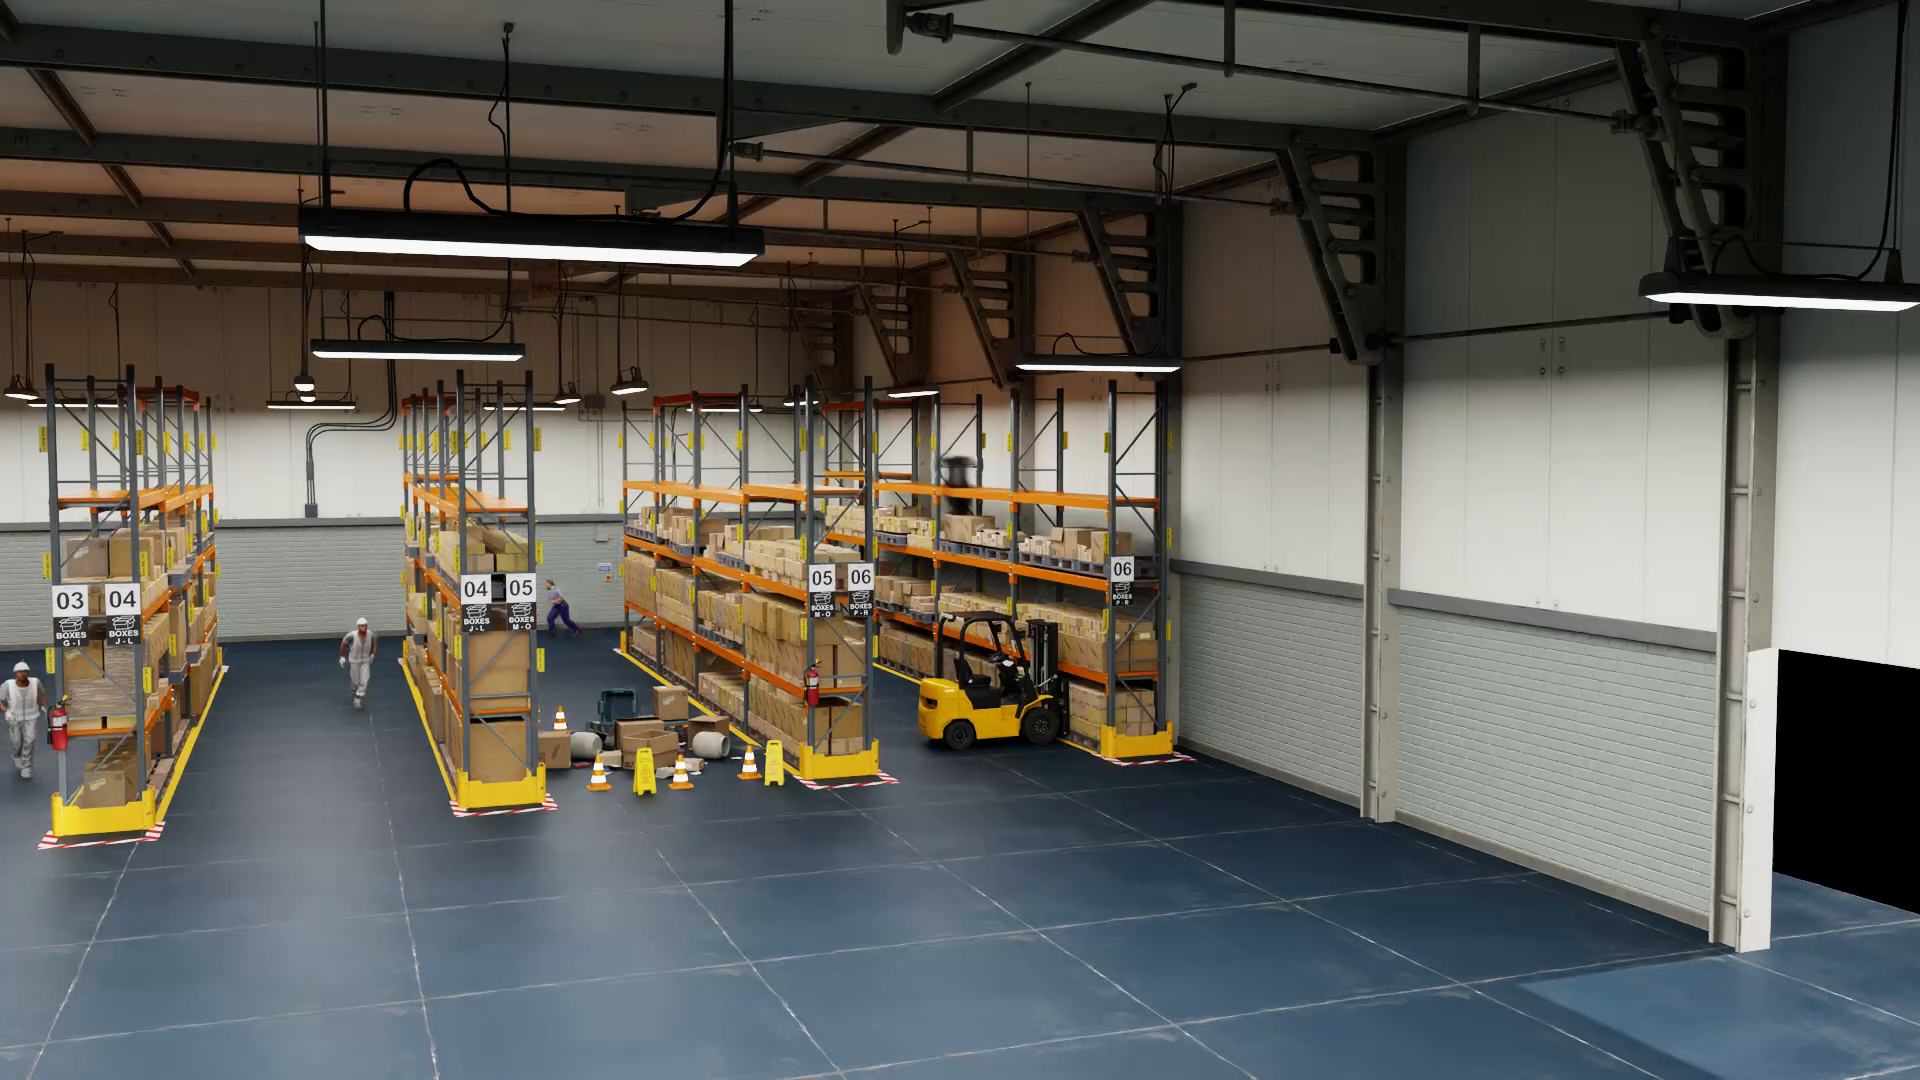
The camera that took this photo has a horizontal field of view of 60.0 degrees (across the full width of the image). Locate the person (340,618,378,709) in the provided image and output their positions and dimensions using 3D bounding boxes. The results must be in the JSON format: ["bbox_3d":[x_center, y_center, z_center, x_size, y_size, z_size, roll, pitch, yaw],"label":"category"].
[{"bbox_3d":[-11.355,2.314,31.429,0.670,1.713,0.703,-2,4,-36],"label":"person"}]

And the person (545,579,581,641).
[{"bbox_3d":[-10.111,1.781,42.321,0.954,1.614,0.641,-2,4,-36],"label":"person"}]

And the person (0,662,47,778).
[{"bbox_3d":[-14.107,2.679,24.997,0.684,1.732,0.795,-2,4,-33],"label":"person"}]
